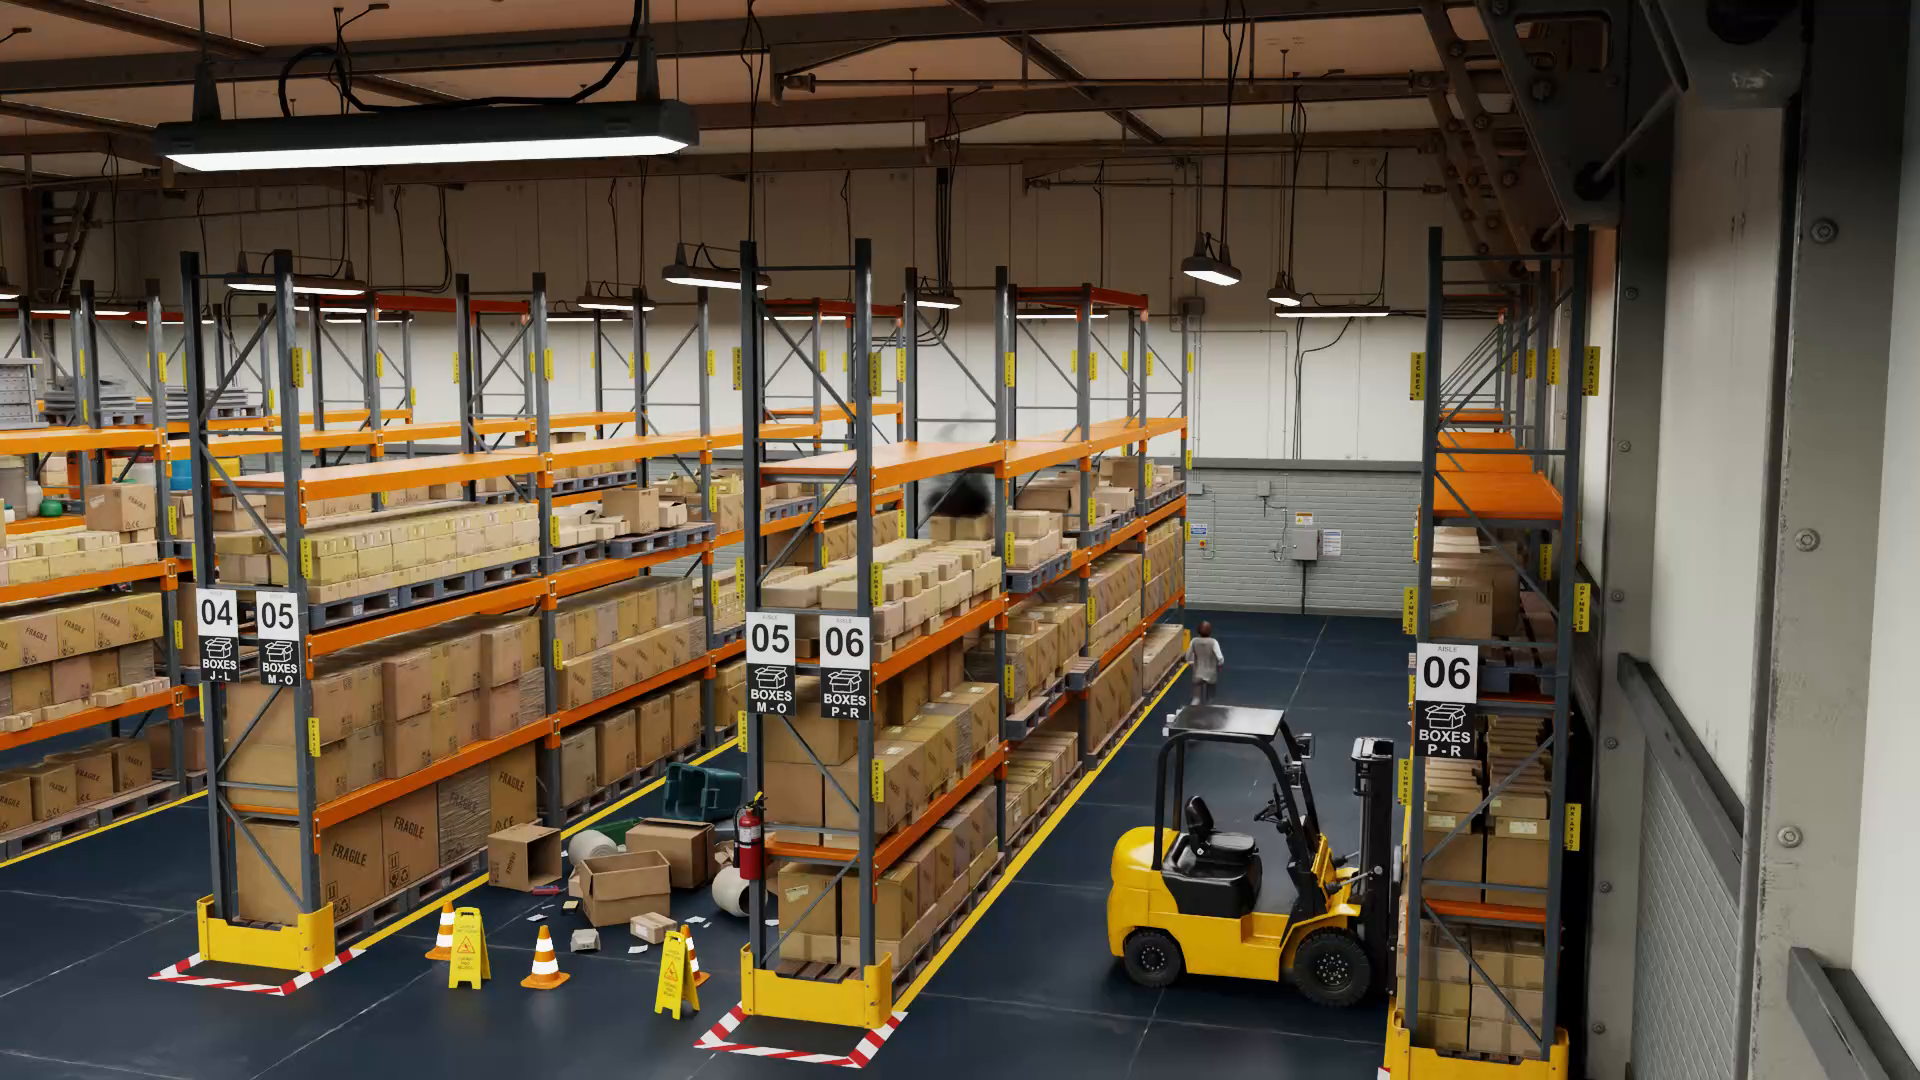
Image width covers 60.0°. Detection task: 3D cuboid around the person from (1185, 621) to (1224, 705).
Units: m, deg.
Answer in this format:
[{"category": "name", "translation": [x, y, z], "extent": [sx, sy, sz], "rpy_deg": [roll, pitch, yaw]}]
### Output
[{"category": "person", "translation": [3.321, 1.869, 22.577], "extent": [0.546, 1.556, 0.733], "rpy_deg": [2, 7, 17]}]
